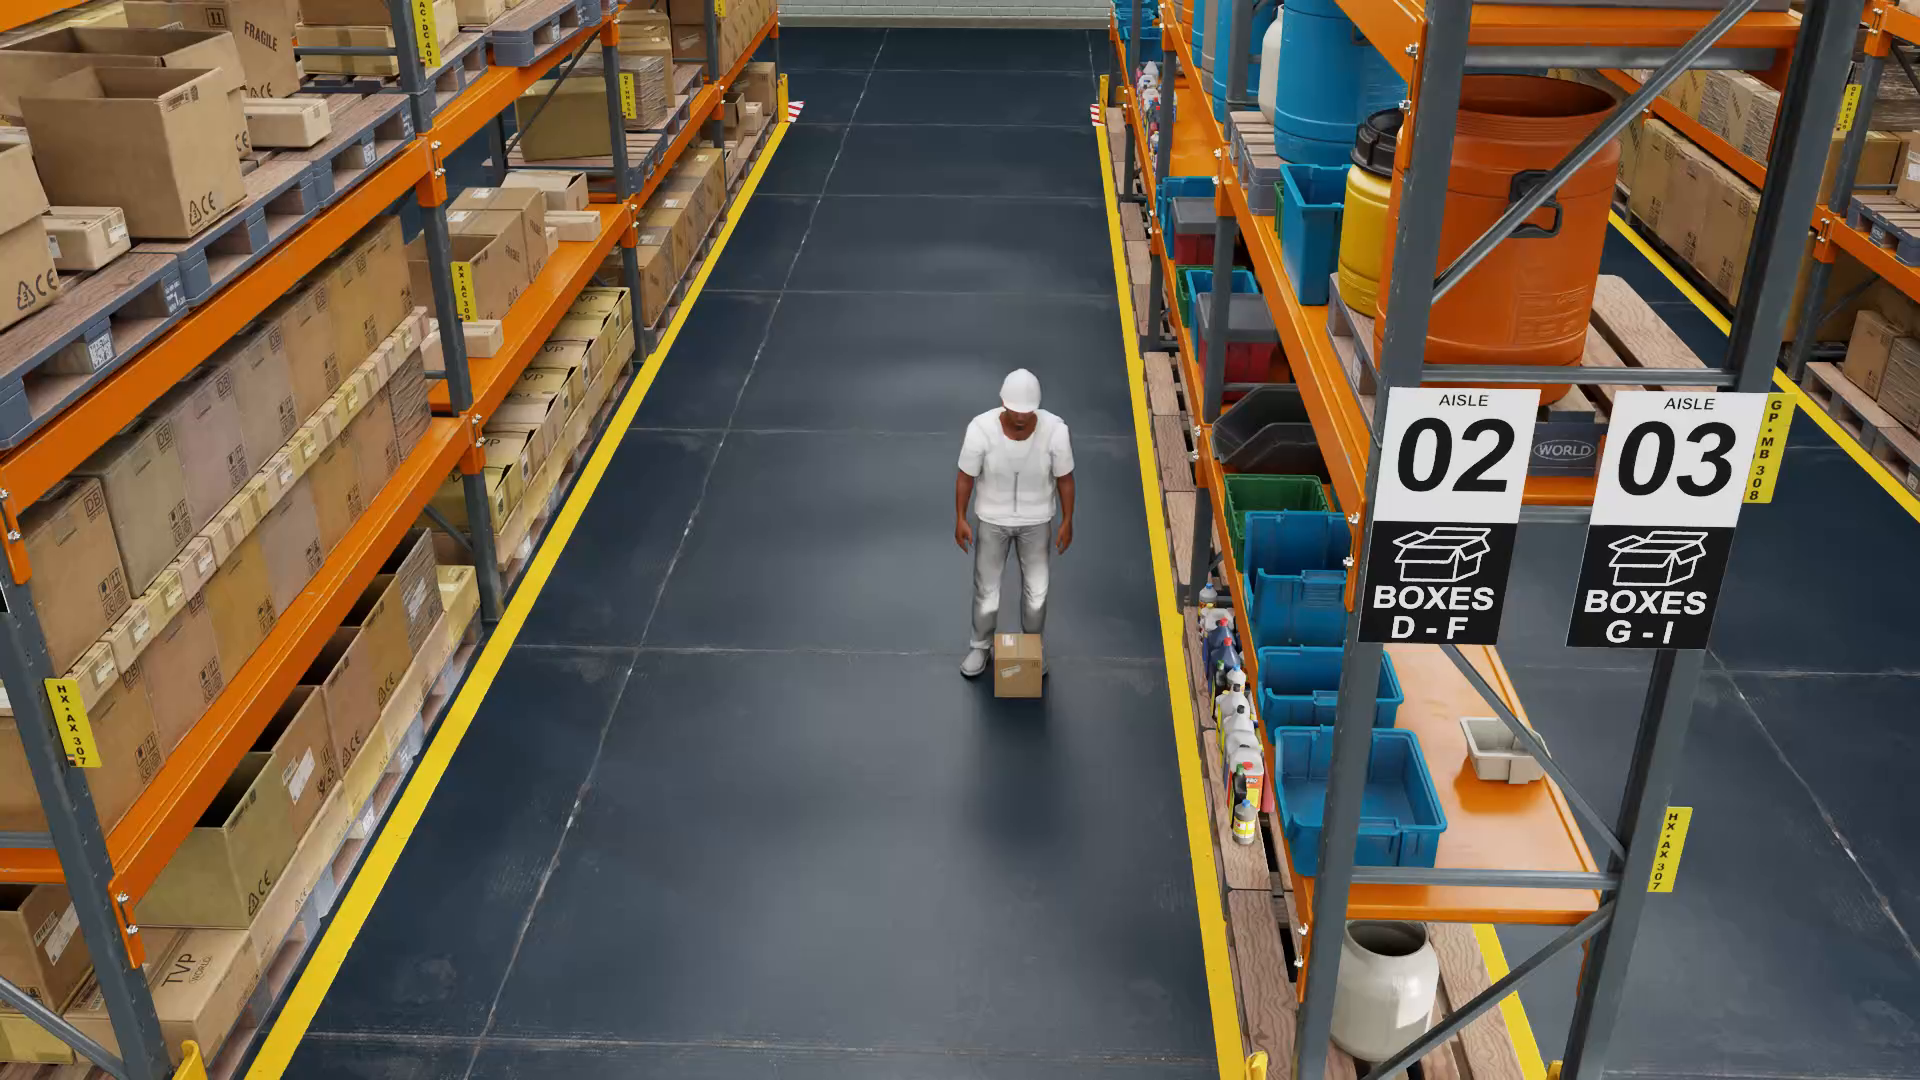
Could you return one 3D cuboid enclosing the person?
[{"bbox_3d":[0.287,-0.096,8.783,0.629,1.761,0.462,1,28,1],"label":"person"}]
